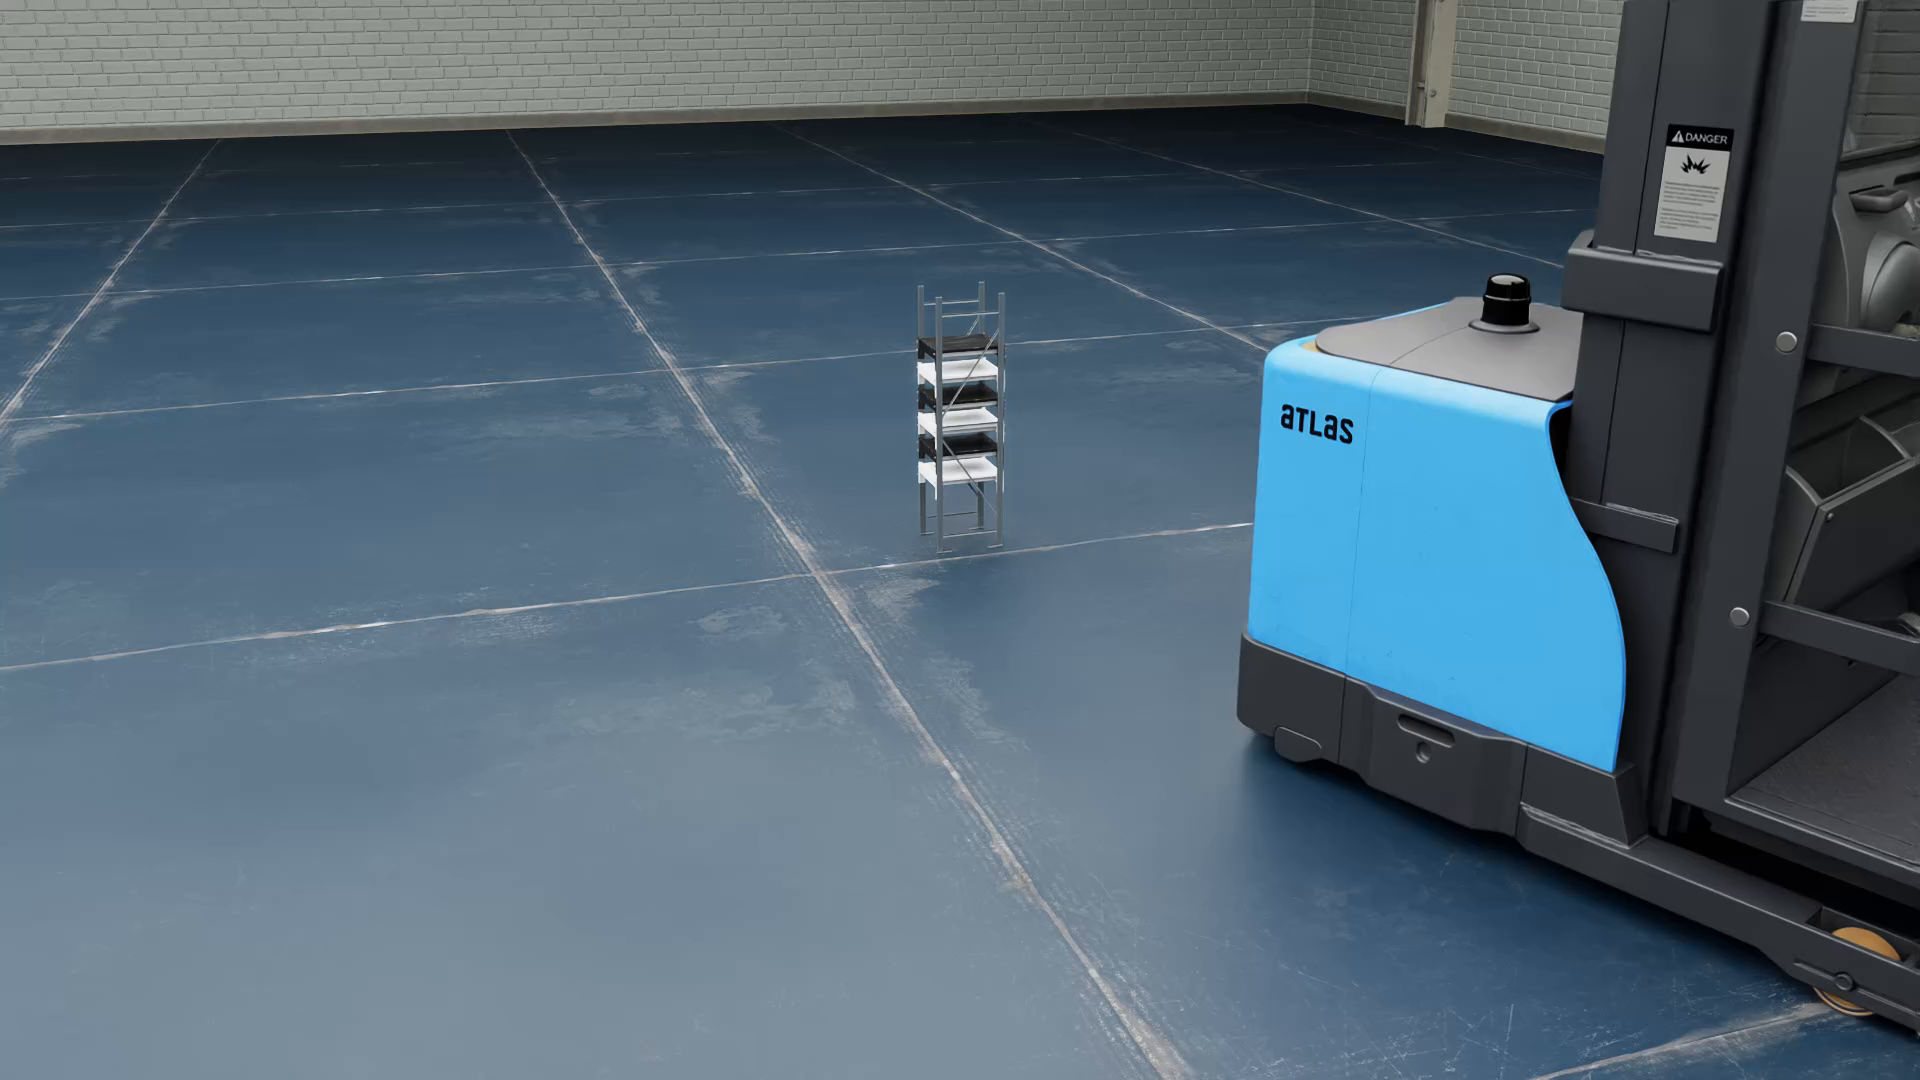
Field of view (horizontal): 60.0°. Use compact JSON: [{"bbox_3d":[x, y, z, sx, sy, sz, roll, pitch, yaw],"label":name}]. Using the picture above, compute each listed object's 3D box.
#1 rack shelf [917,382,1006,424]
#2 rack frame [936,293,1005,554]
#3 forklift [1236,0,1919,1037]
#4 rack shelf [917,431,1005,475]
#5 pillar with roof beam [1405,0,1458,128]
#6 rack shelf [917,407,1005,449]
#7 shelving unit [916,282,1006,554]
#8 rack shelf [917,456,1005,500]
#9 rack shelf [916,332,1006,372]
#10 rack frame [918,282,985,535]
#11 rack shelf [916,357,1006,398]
[{"bbox_3d":[0.003,-0.474,5.738,0.258,0.077,0.200,-6,21,-17],"label":"rack shelf"},{"bbox_3d":[0.034,-0.388,5.666,0.240,0.900,0.006,-6,21,-17],"label":"rack frame"},{"bbox_3d":[2.091,-0.584,3.207,1.130,2.935,3.031,-17,26,-39],"label":"forklift"},{"bbox_3d":[0.003,-0.305,5.799,0.258,0.077,0.200,-6,21,-17],"label":"rack shelf"},{"bbox_3d":[1.323,-8.595,16.535,9.100,9.000,0.400,-6,21,-17],"label":"pillar with roof beam"},{"bbox_3d":[0.003,-0.390,5.768,0.258,0.077,0.200,-6,21,-17],"label":"rack shelf"},{"bbox_3d":[0.003,-0.421,5.757,0.258,0.900,0.210,-6,21,-17],"label":"shelving unit"},{"bbox_3d":[0.003,-0.220,5.829,0.258,0.077,0.200,-6,21,-17],"label":"rack shelf"},{"bbox_3d":[0.003,-0.644,5.677,0.258,0.077,0.200,-6,21,-17],"label":"rack shelf"},{"bbox_3d":[-0.029,-0.454,5.848,0.240,0.900,0.006,-6,21,-17],"label":"rack frame"},{"bbox_3d":[0.003,-0.559,5.708,0.258,0.077,0.200,-6,21,-17],"label":"rack shelf"}]
